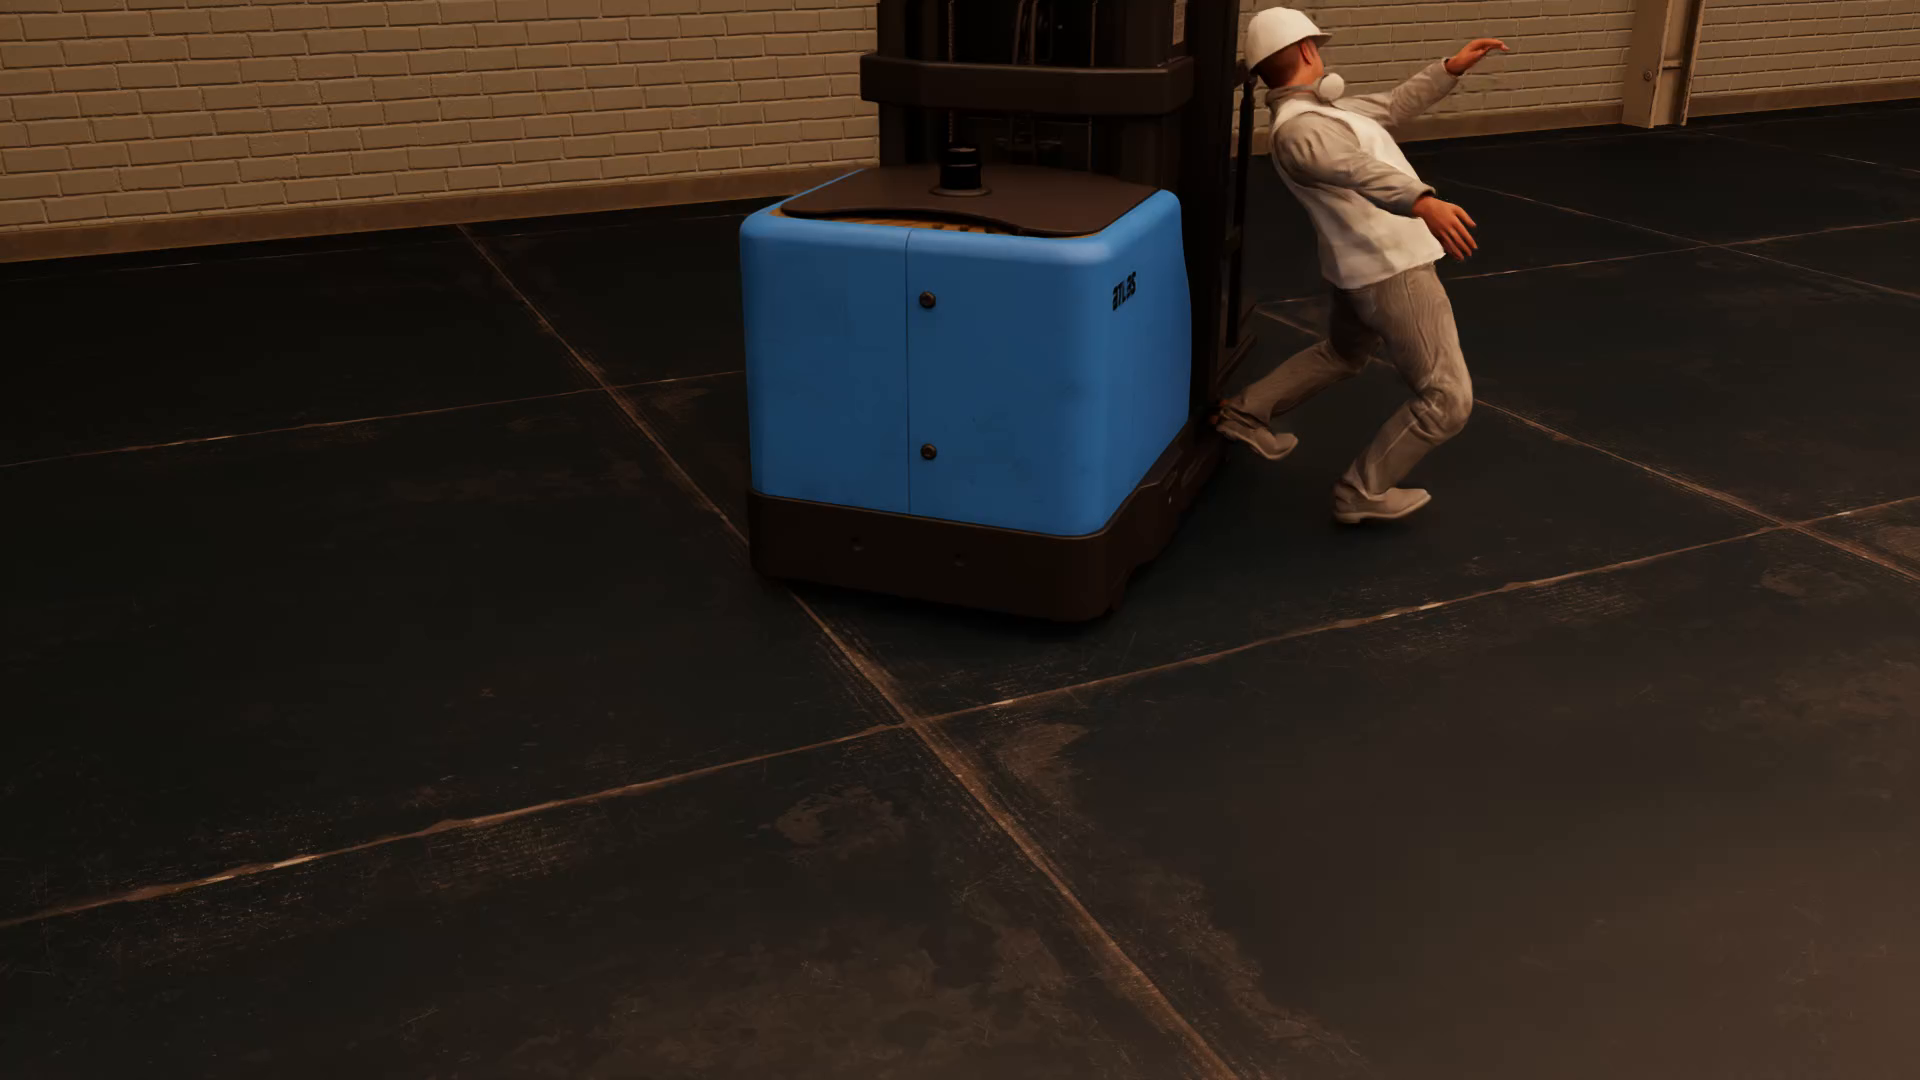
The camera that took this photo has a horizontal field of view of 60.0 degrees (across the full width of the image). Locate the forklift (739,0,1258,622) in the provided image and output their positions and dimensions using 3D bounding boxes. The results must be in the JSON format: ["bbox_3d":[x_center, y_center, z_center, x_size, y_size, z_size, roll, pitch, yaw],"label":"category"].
[{"bbox_3d":[0.395,-1.672,5.310,1.130,2.935,3.031,8,24,19],"label":"forklift"}]

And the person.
[{"bbox_3d":[1.232,-0.783,4.981,0.727,1.501,1.018,-1,23,-3],"label":"person"}]
